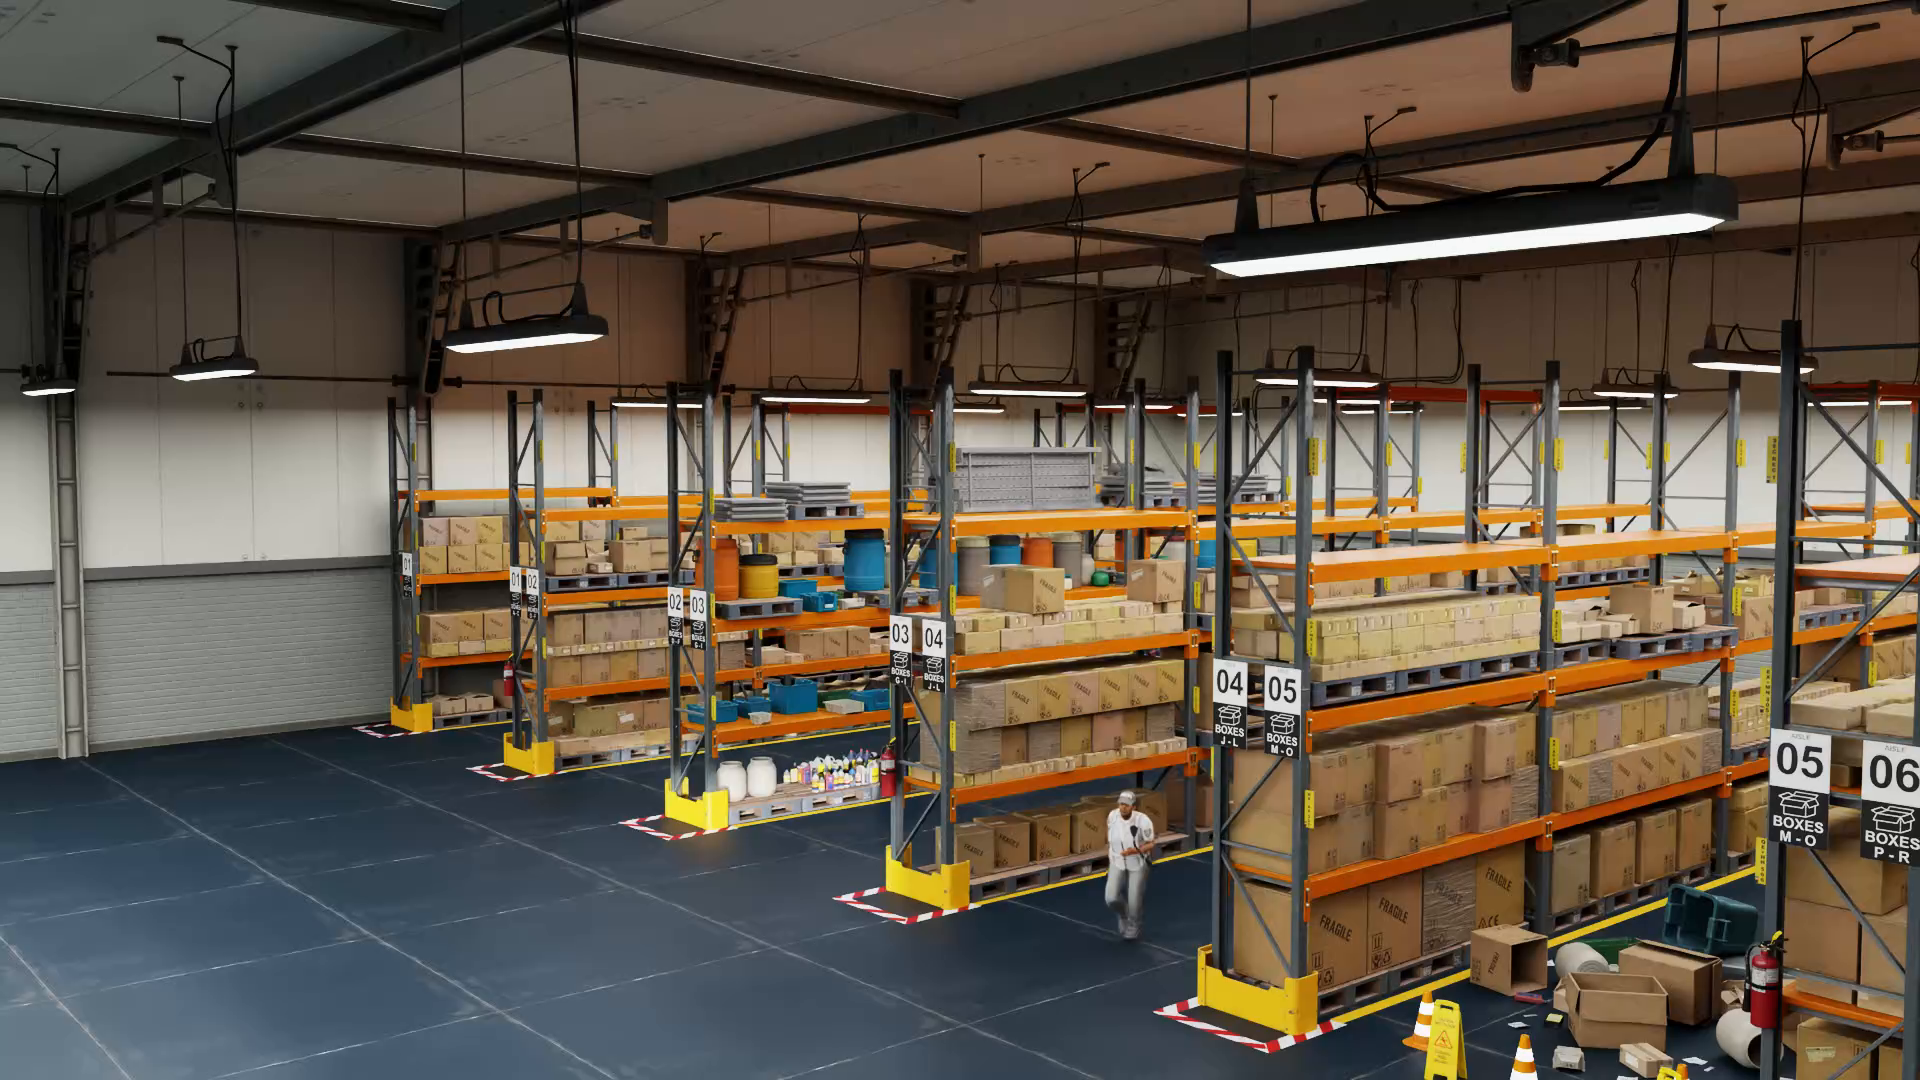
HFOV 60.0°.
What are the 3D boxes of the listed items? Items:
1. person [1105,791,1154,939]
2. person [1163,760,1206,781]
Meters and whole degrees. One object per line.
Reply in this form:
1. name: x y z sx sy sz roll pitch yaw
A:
1. person: 1.730 3.348 17.100 0.564 1.588 0.705 1 4 20
2. person: 3.248 2.935 23.861 0.897 1.778 0.573 -3 5 -44
